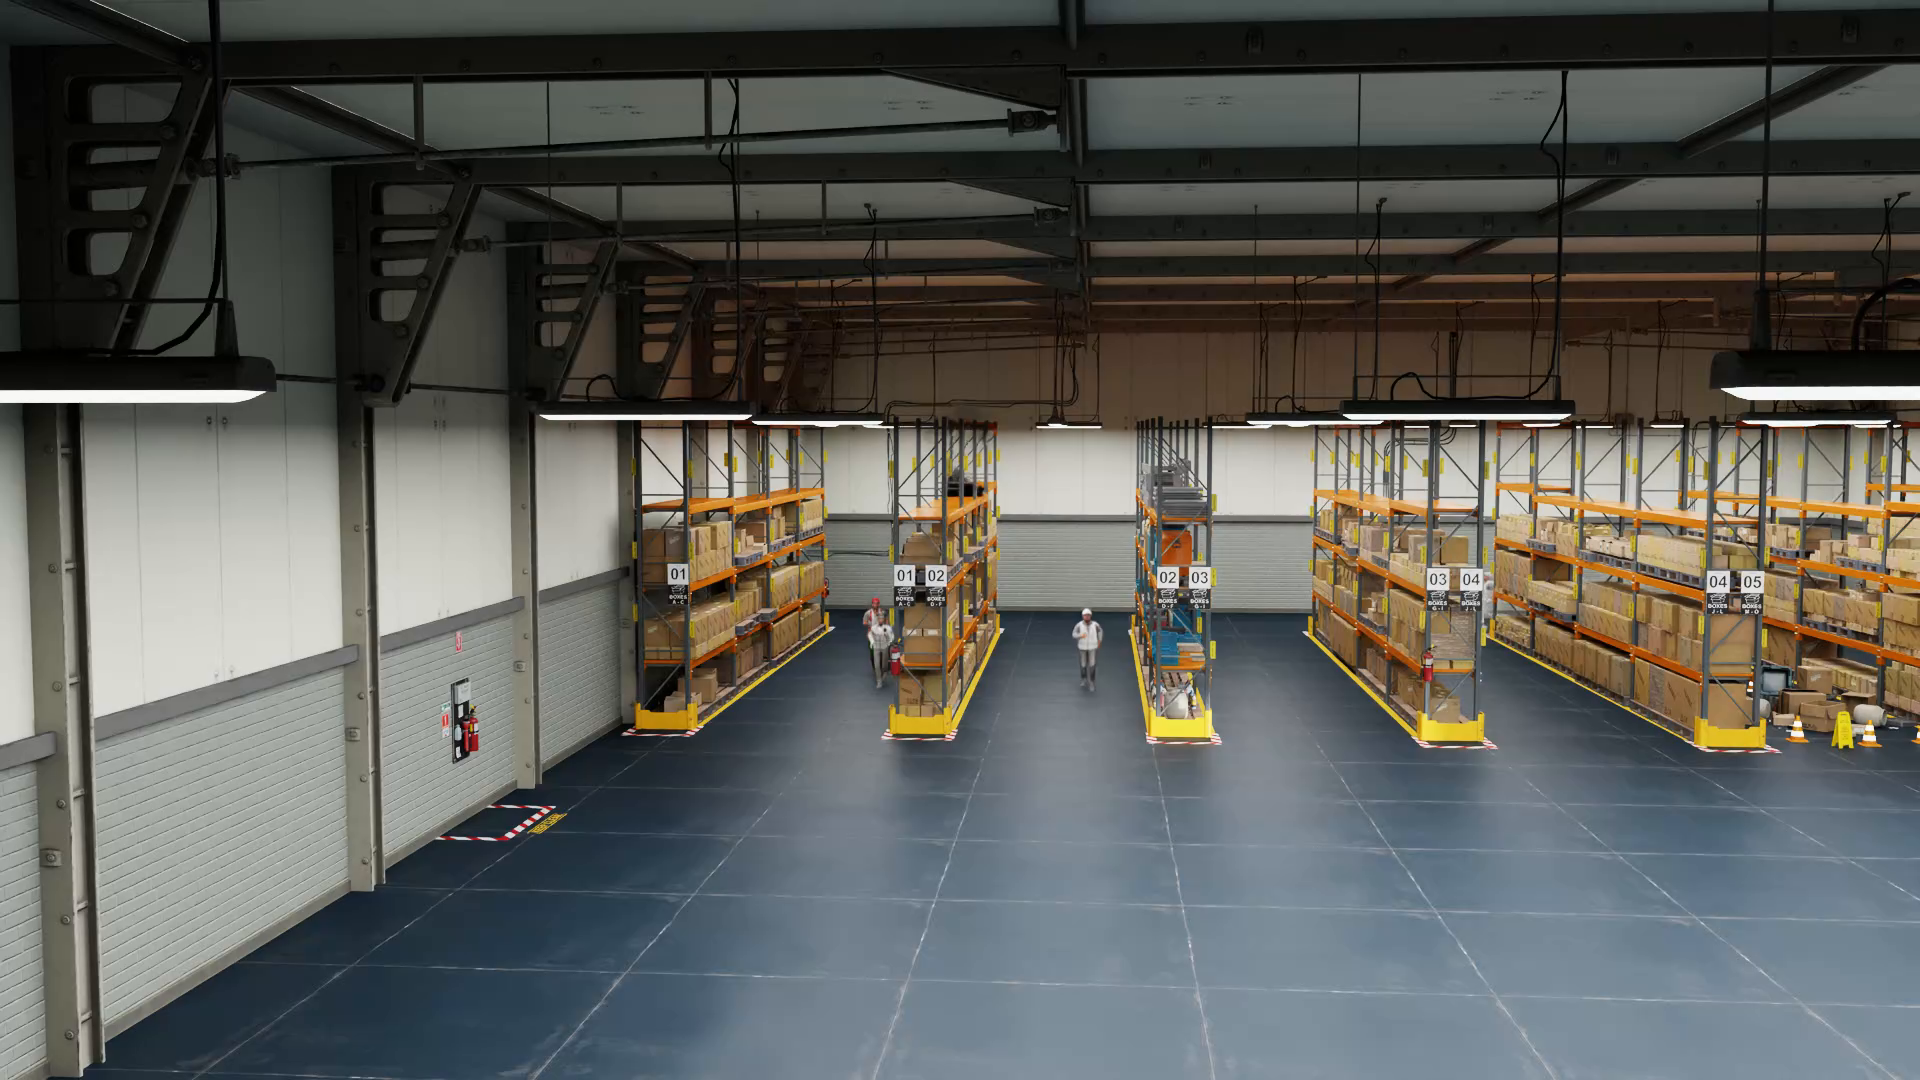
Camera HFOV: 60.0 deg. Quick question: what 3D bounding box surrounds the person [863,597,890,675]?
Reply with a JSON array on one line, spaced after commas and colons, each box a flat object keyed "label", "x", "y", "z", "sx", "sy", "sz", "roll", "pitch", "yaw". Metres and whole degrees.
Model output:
[{"label": "person", "x": -1.977, "y": 2.269, "z": 39.222, "sx": 0.632, "sy": 1.824, "sz": 0.705, "roll": 0, "pitch": 4, "yaw": -2}]

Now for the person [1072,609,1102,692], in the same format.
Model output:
[{"label": "person", "x": 2.812, "y": 2.432, "z": 36.813, "sx": 0.671, "sy": 1.841, "sz": 0.785, "roll": 0, "pitch": 4, "yaw": 3}]

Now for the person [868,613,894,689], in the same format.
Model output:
[{"label": "person", "x": -1.773, "y": 2.467, "z": 37.327, "sx": 0.618, "sy": 1.682, "sz": 0.804, "roll": 0, "pitch": 4, "yaw": 5}]

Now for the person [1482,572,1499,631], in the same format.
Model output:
[{"label": "person", "x": 15.093, "y": 1.764, "z": 47.535, "sx": 0.666, "sy": 1.734, "sz": 0.683, "roll": -1, "pitch": 4, "yaw": -9}]
